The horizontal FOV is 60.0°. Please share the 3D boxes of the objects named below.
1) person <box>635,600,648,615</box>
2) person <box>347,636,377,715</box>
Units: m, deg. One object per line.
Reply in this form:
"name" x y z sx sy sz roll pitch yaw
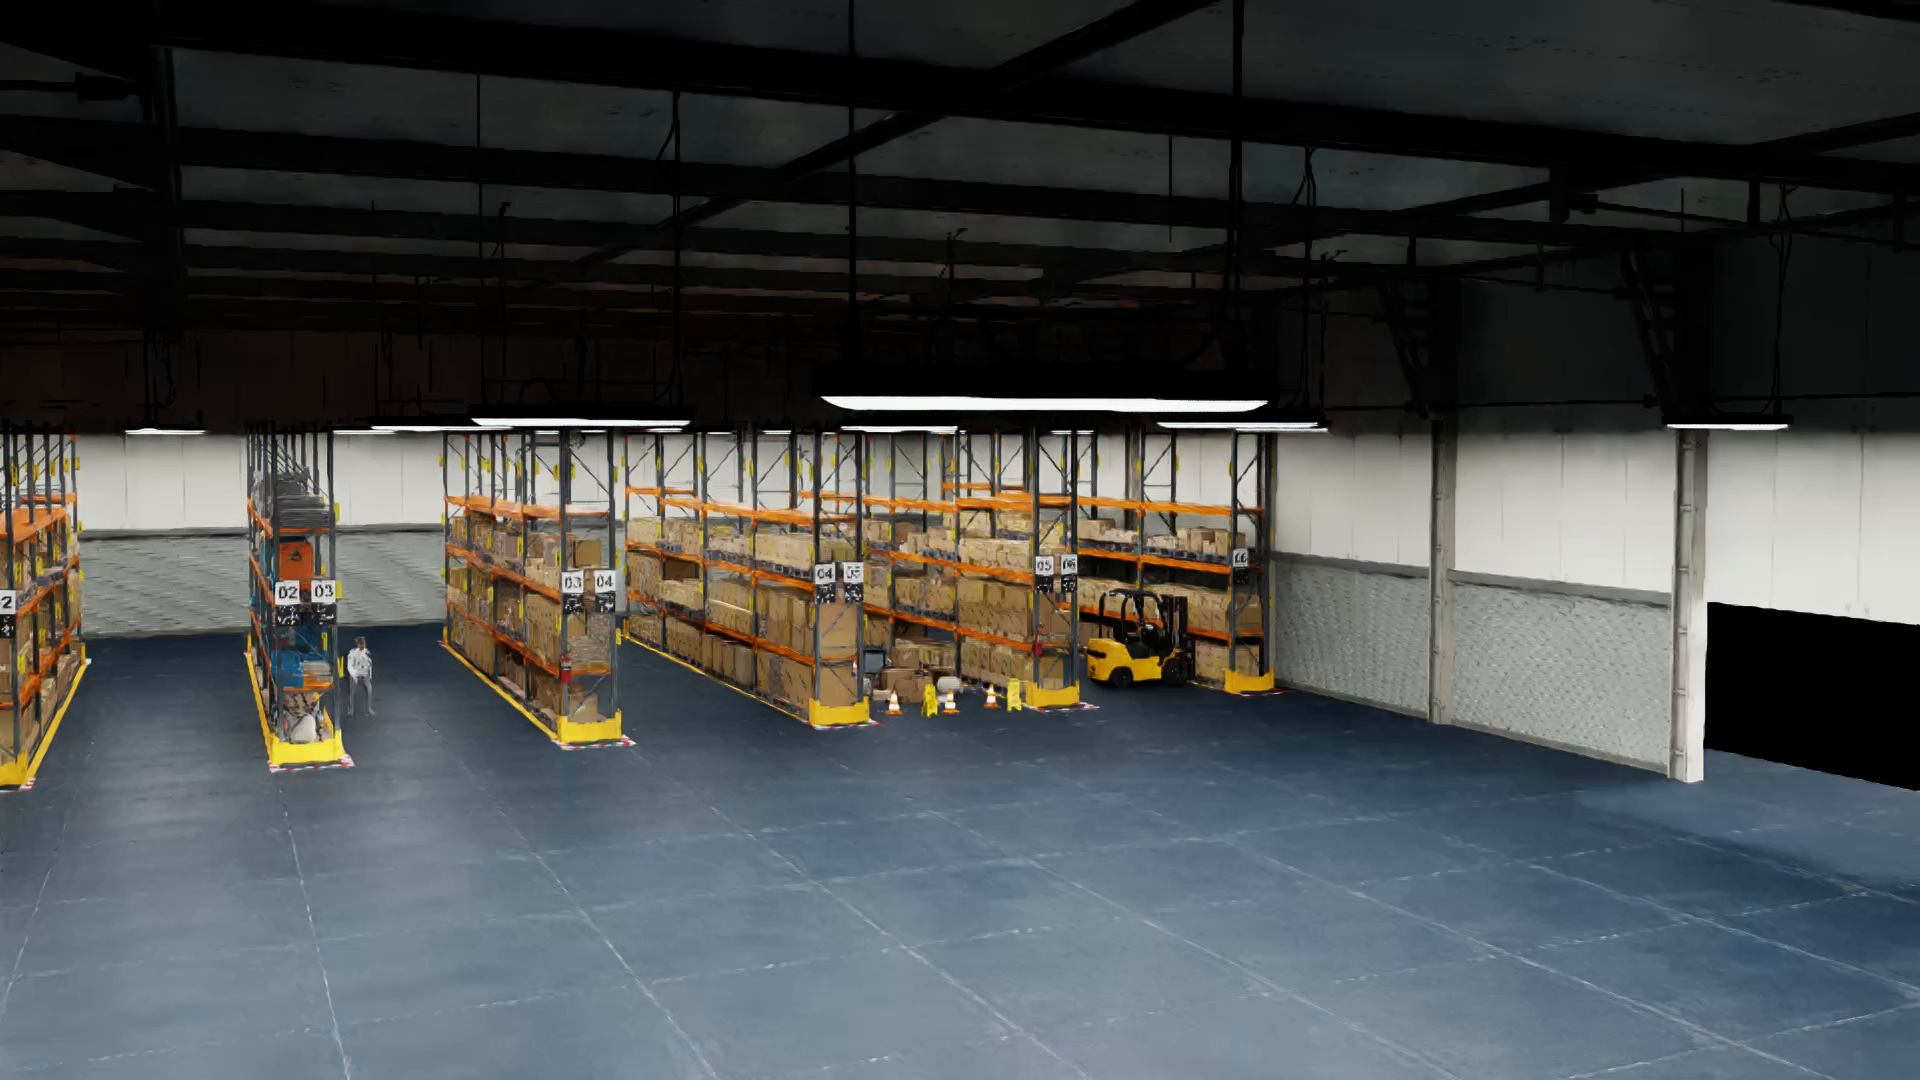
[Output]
"person" -9.627 1.779 50.279 0.558 1.589 0.411 3 4 36
"person" -12.313 2.767 34.098 0.683 1.645 0.618 3 5 44
